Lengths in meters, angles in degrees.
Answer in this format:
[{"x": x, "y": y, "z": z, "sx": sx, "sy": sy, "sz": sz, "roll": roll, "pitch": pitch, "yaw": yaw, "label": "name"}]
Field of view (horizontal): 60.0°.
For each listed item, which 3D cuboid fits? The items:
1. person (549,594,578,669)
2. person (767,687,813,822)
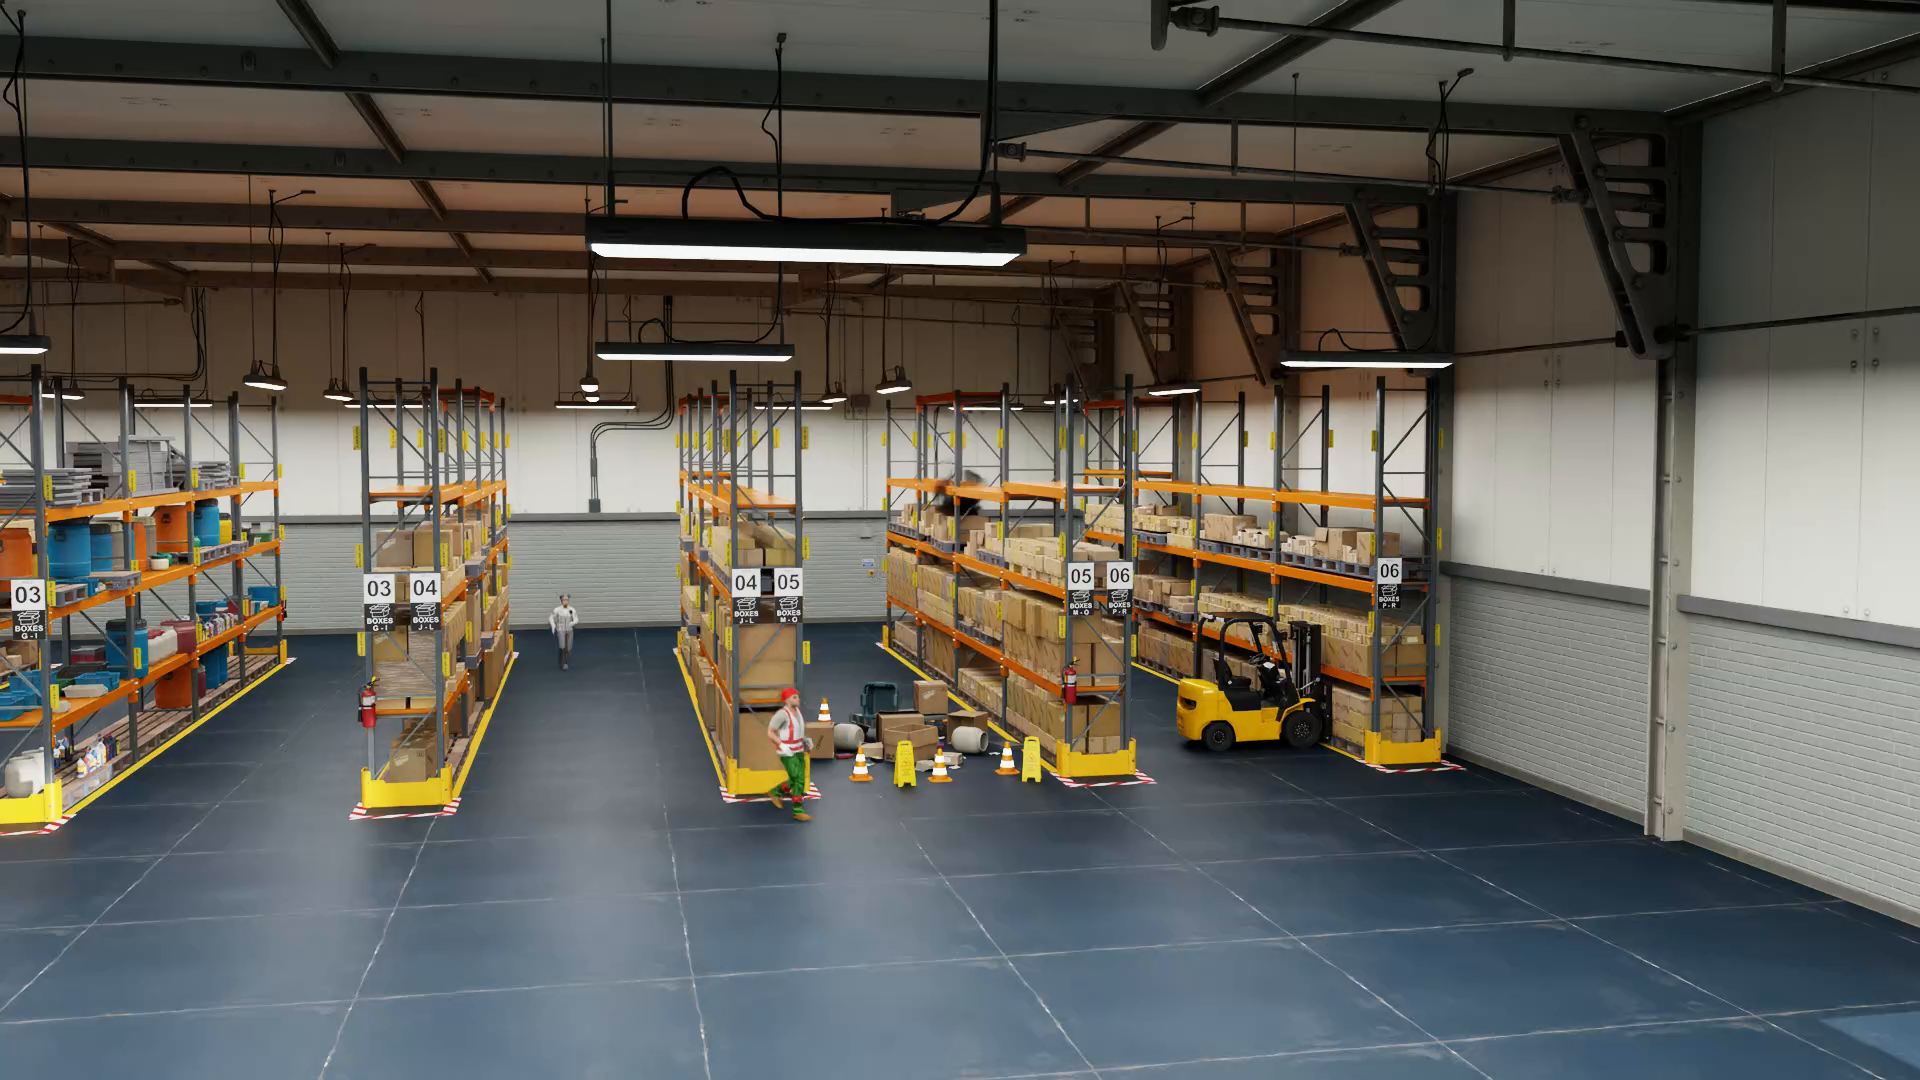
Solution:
[{"x": -8.656, "y": 2.004, "z": 36.276, "sx": 0.517, "sy": 1.658, "sz": 0.605, "roll": -1, "pitch": 4, "yaw": -23, "label": "person"}, {"x": -2.284, "y": 2.818, "z": 21.991, "sx": 0.744, "sy": 1.766, "sz": 0.682, "roll": 2, "pitch": 4, "yaw": 26, "label": "person"}]
